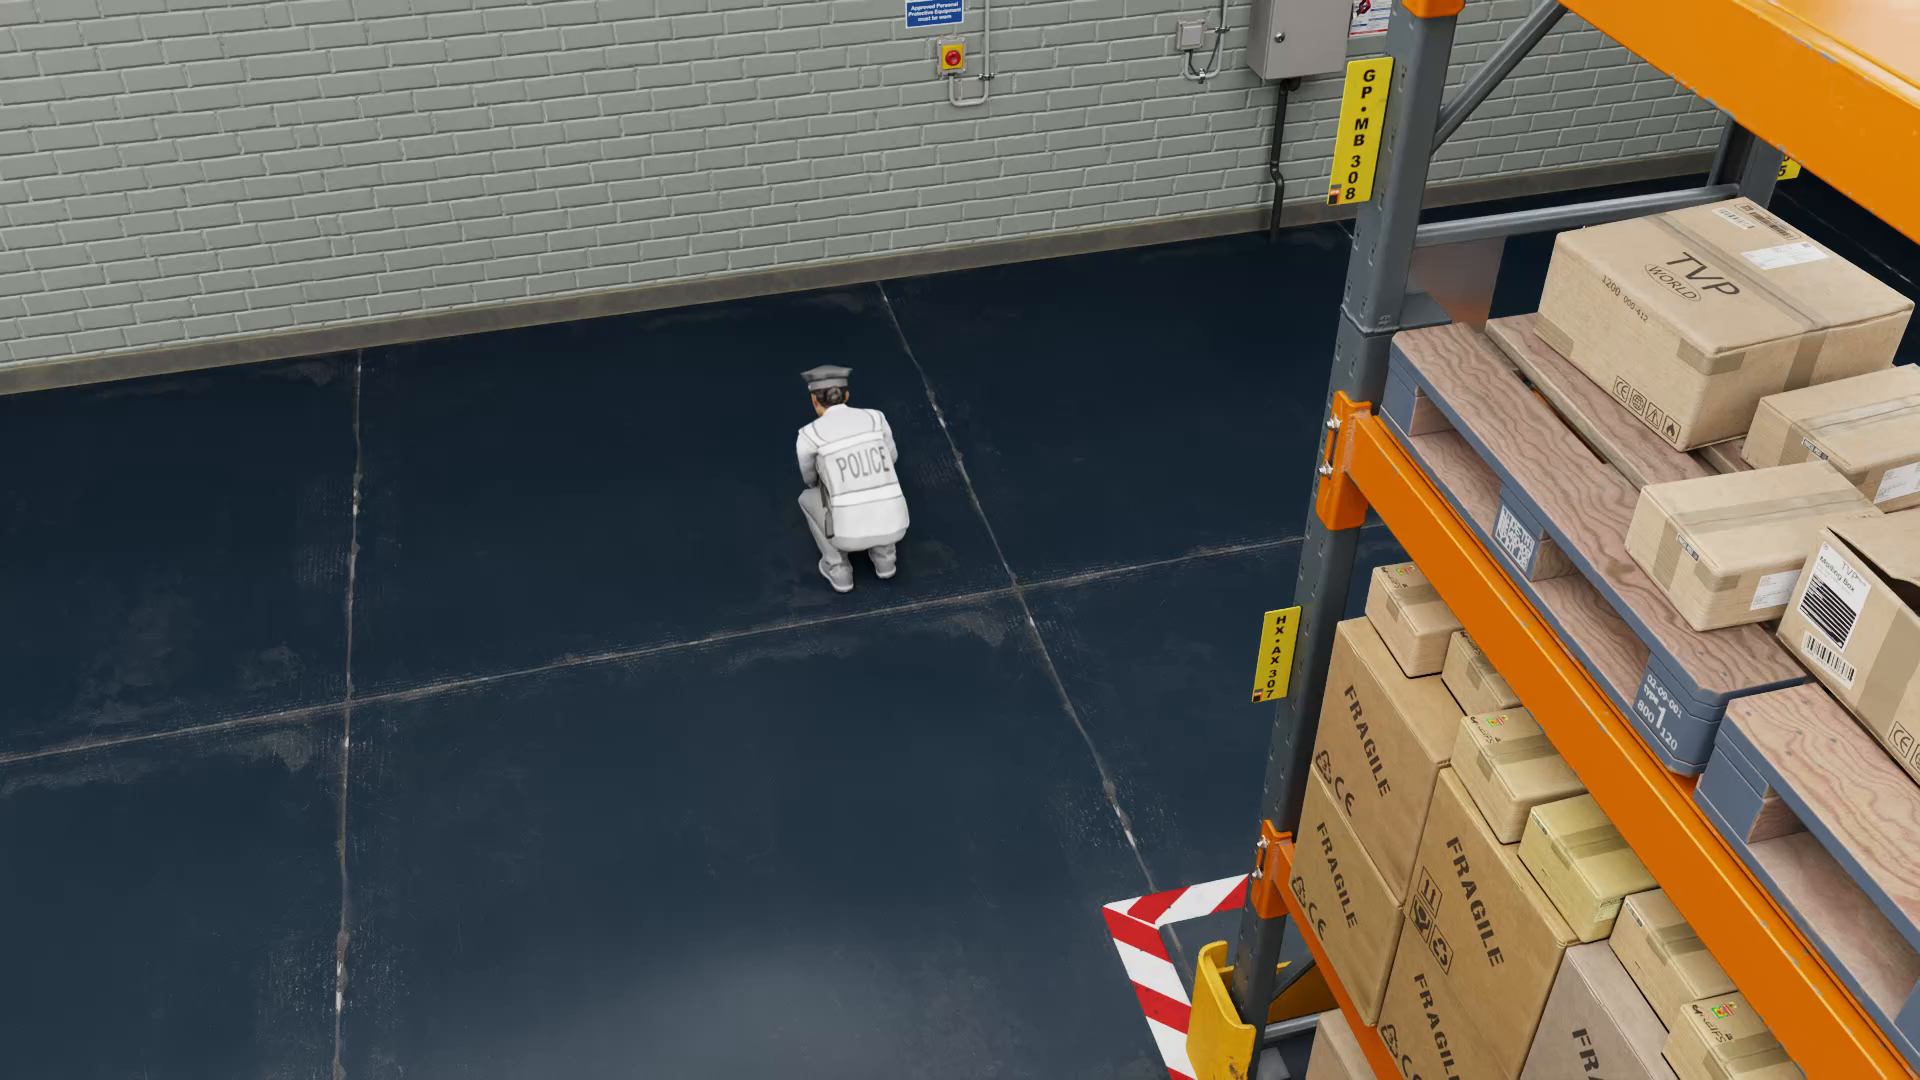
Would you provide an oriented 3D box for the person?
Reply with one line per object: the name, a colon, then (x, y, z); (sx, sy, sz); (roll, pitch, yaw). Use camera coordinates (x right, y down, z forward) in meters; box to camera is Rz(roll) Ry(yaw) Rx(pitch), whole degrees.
person: (-0.495, -0.304, 7.673); (0.494, 0.965, 0.831); (-10, 39, -12)
